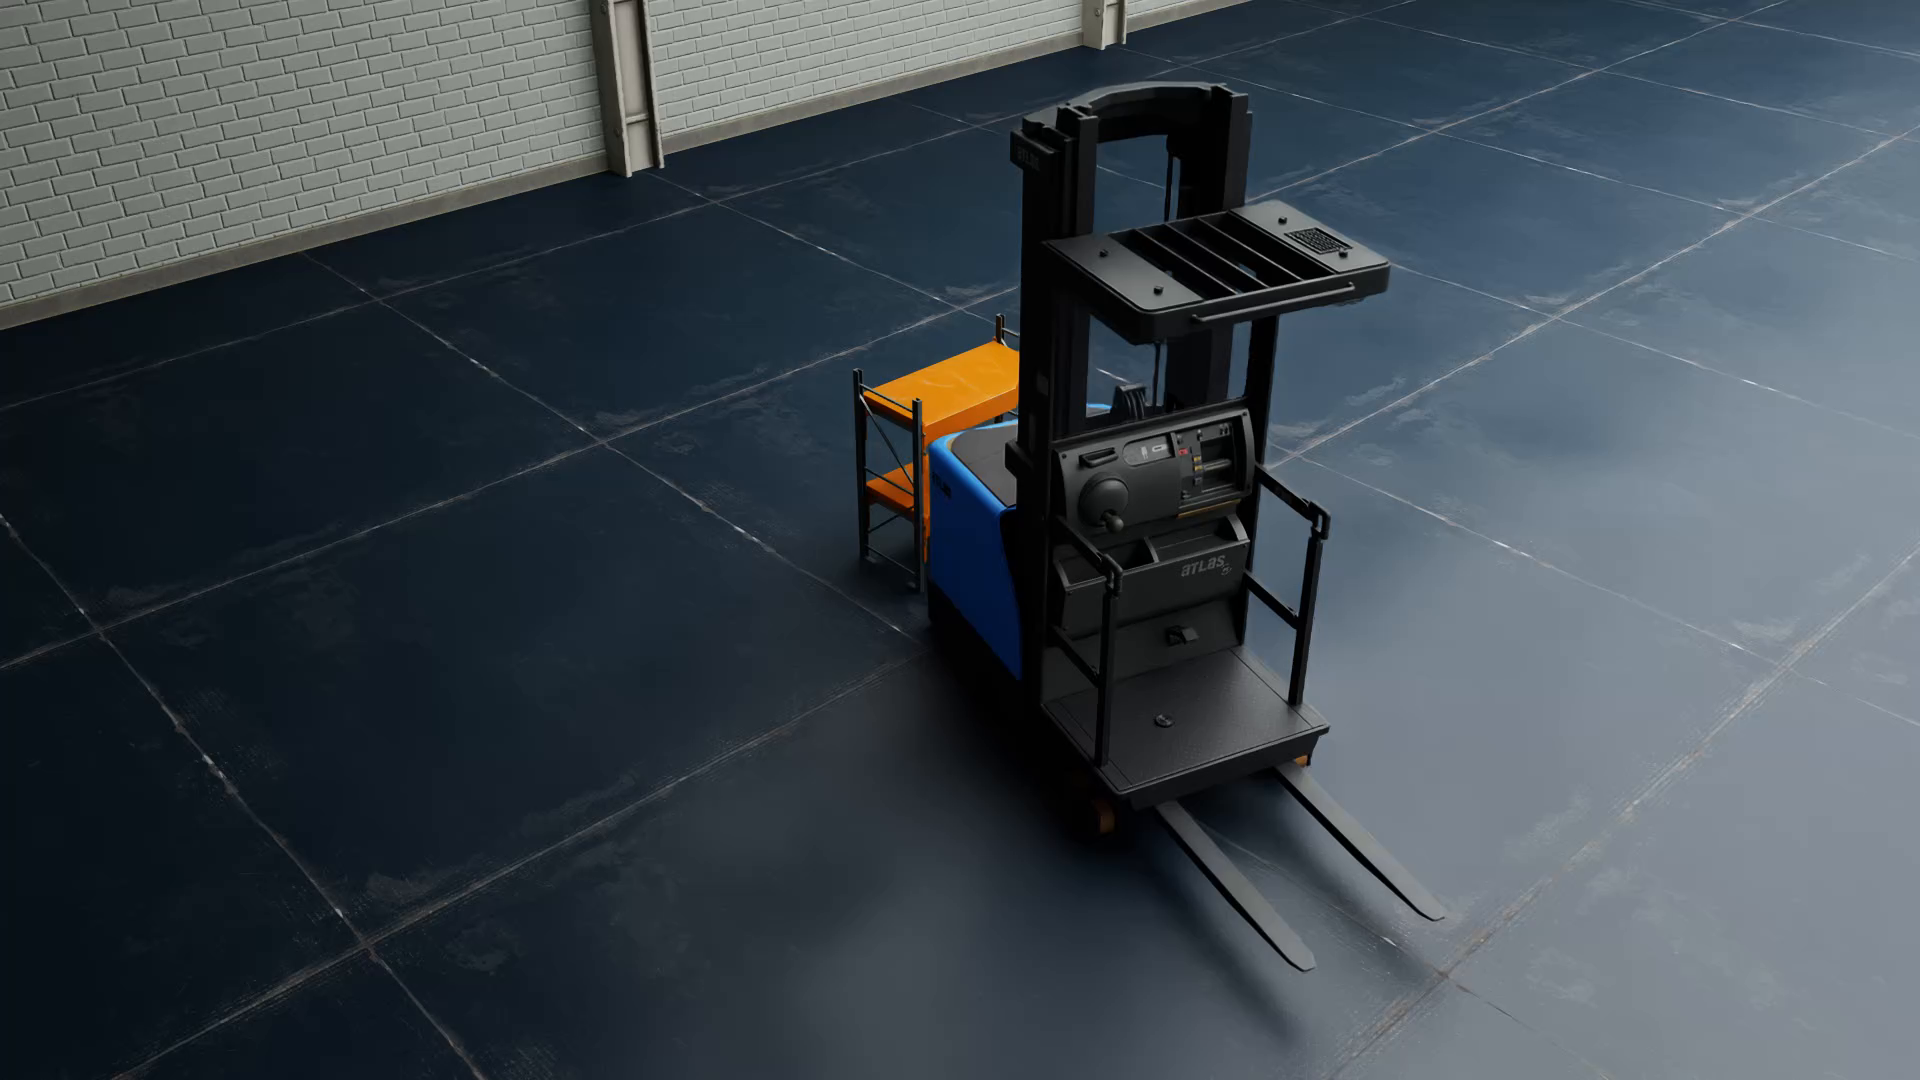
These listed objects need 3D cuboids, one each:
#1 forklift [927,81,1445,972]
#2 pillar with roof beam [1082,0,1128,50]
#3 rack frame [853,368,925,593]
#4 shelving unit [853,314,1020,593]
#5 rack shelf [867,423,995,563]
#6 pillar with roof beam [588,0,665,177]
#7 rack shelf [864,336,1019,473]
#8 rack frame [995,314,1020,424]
[{"bbox_3d":[0.927,-0.240,6.833,1.130,2.935,3.031,-14,34,-22],"label":"forklift"},{"bbox_3d":[4.485,-7.585,13.029,0.400,9.000,9.100,-26,40,-35],"label":"pillar with roof beam"},{"bbox_3d":[-0.368,-0.302,8.666,0.032,1.125,0.500,-26,40,-35],"label":"rack frame"},{"bbox_3d":[0.005,-0.482,8.960,1.048,1.125,0.538,-26,40,-35],"label":"shelving unit"},{"bbox_3d":[0.005,-0.274,9.088,1.000,0.278,0.538,-26,40,-35],"label":"rack shelf"},{"bbox_3d":[0.086,-5.457,9.548,0.400,9.000,9.100,-26,40,-35],"label":"pillar with roof beam"},{"bbox_3d":[0.005,-0.732,8.808,1.000,0.278,0.538,-26,40,-35],"label":"rack shelf"},{"bbox_3d":[0.378,-0.663,9.255,0.032,1.125,0.500,-26,40,-35],"label":"rack frame"}]
